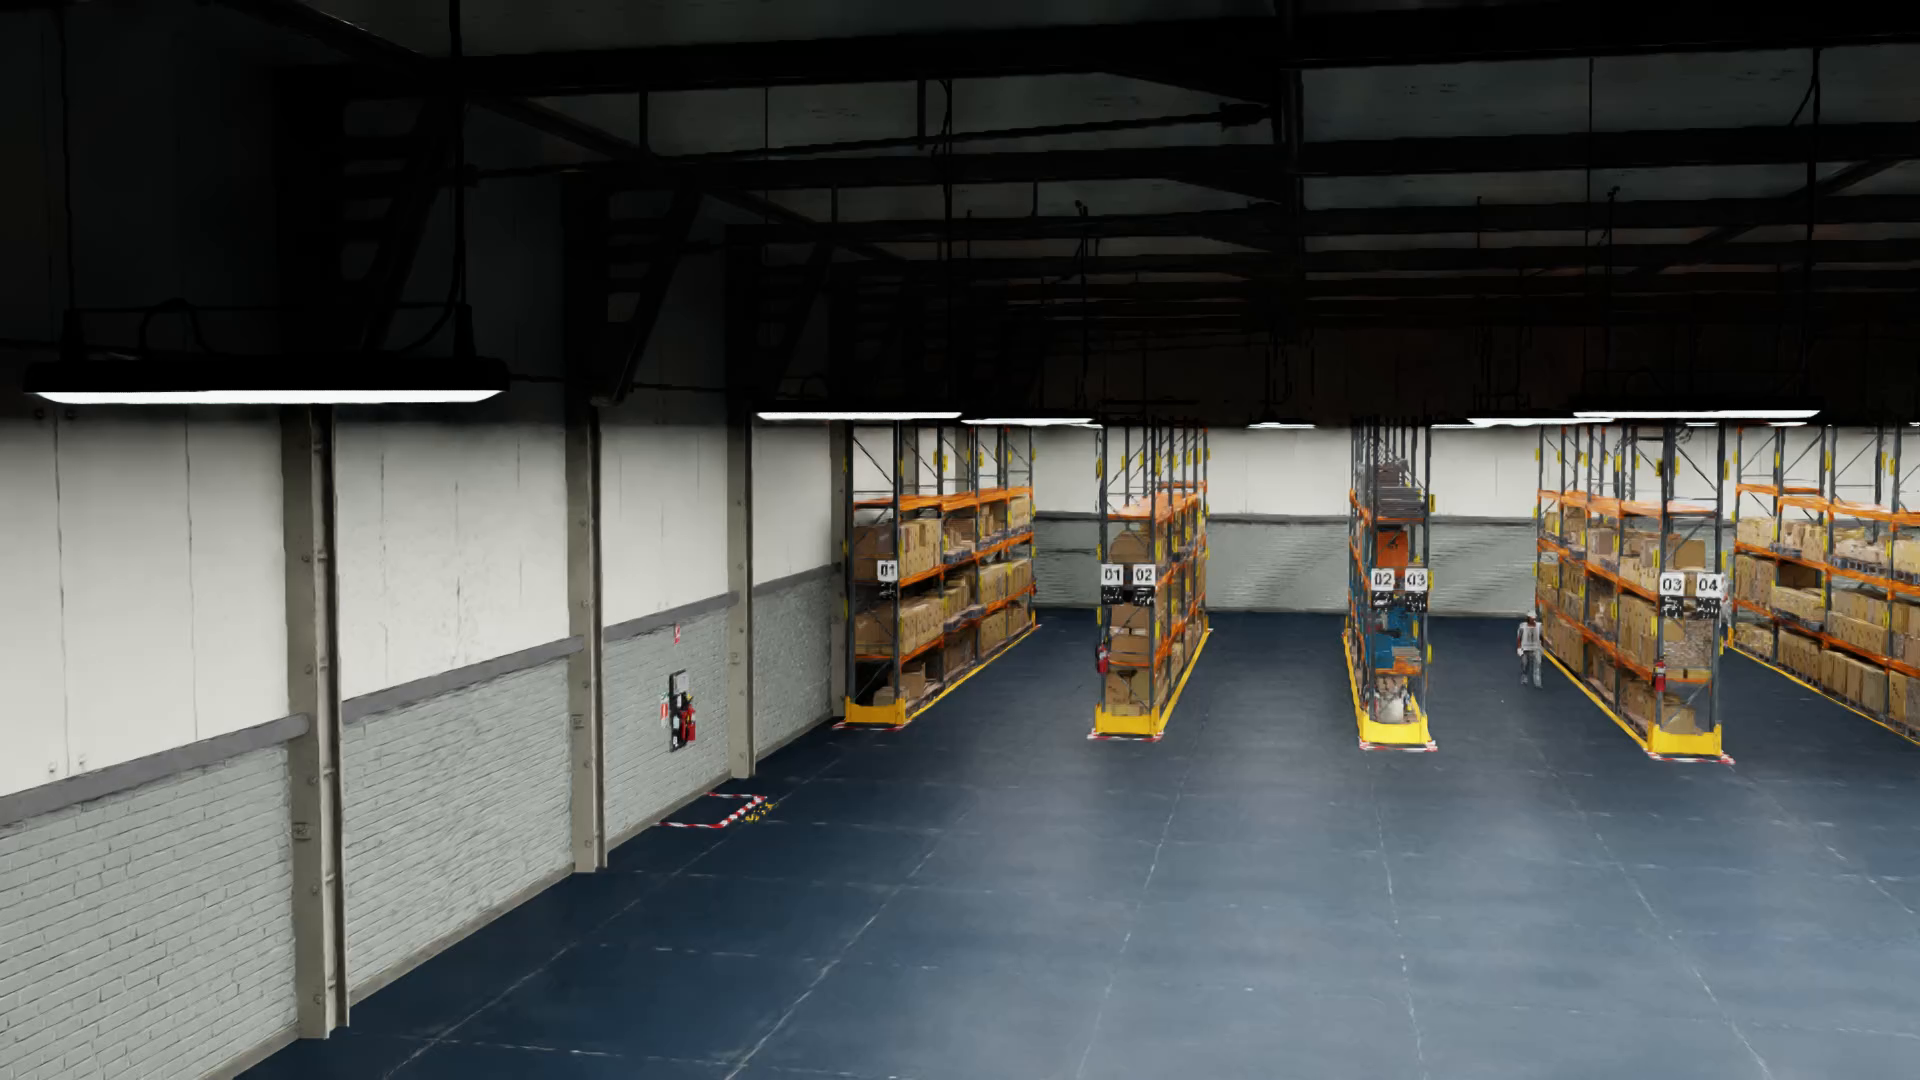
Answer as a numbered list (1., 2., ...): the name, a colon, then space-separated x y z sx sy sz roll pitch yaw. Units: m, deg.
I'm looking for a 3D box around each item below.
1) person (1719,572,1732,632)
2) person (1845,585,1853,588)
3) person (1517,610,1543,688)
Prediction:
1. person: 21.124 1.774 46.062 0.713 1.785 0.556 -1 4 -17
2. person: 23.163 2.005 43.304 0.472 1.661 0.608 0 4 6
3. person: 12.675 2.397 36.937 0.566 1.706 1.122 1 4 14
